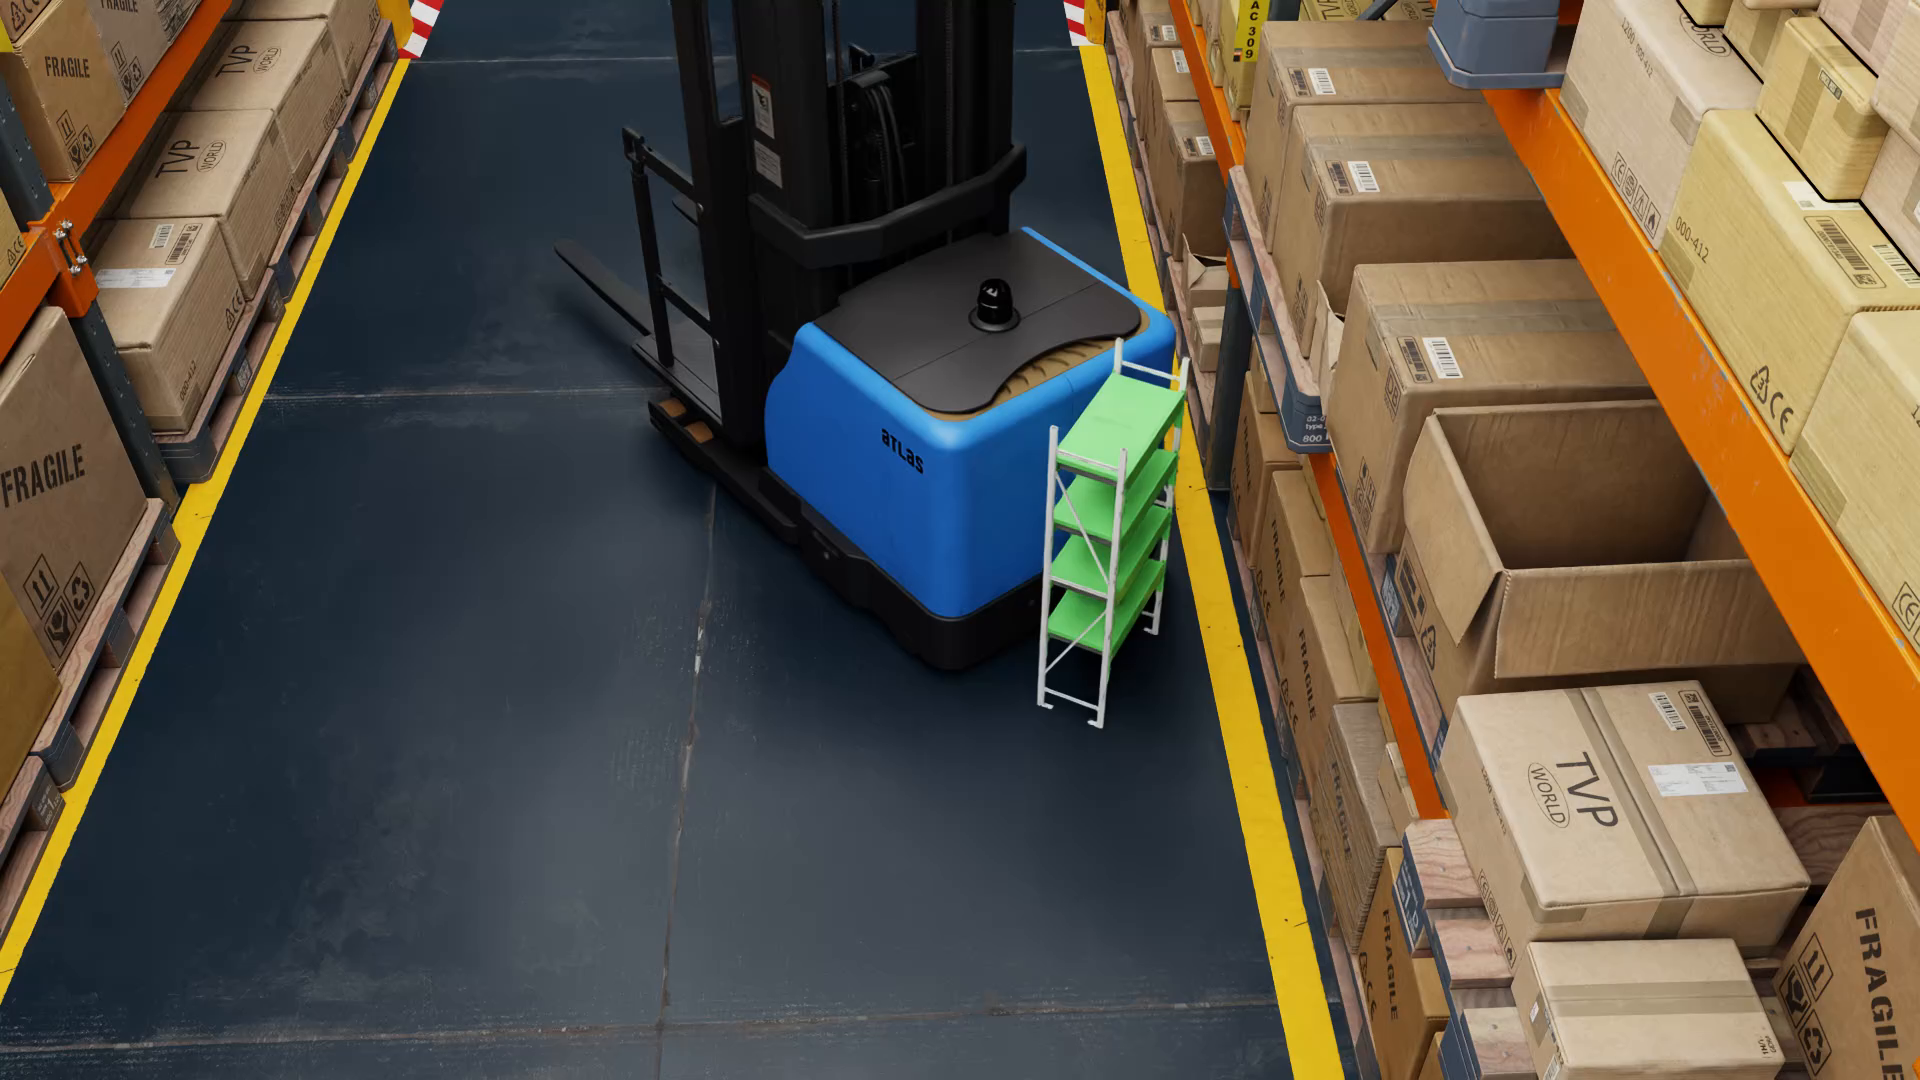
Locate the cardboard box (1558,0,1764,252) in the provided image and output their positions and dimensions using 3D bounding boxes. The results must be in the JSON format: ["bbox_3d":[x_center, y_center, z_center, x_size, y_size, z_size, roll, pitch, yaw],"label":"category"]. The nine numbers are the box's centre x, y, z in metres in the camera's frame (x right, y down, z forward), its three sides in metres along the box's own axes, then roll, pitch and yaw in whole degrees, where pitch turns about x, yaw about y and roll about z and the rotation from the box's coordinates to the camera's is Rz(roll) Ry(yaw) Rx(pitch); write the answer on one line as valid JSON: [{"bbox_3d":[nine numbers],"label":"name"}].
[{"bbox_3d":[1.321,-0.713,2.699,0.500,0.250,0.500,-2,43,-2],"label":"cardboard box"}]

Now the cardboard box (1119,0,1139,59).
[{"bbox_3d":[1.221,-2.865,8.693,0.797,0.503,0.637,-3,43,-3],"label":"cardboard box"}]

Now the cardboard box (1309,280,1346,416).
[{"bbox_3d":[1.135,-0.502,4.367,0.396,0.266,0.258,0,43,0],"label":"cardboard box"}]

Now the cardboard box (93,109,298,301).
[{"bbox_3d":[-3.458,-1.443,7.190,0.875,0.438,0.875,-3,43,-3],"label":"cardboard box"}]

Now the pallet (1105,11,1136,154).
[{"bbox_3d":[1.328,-2.429,8.744,1.003,0.211,1.213,-2,43,-2],"label":"pallet"}]

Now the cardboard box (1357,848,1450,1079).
[{"bbox_3d":[1.361,1.150,4.314,0.500,0.500,0.500,0,43,0],"label":"cardboard box"}]

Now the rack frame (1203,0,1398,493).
[{"bbox_3d":[1.459,-1.346,5.499,1.000,3.000,0.127,-2,43,-2],"label":"rack frame"}]

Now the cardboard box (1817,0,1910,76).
[{"bbox_3d":[1.383,-0.708,2.178,0.380,0.149,0.250,-2,43,-2],"label":"cardboard box"}]

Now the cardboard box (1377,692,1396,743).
[{"bbox_3d":[1.367,0.492,4.552,0.380,0.149,0.250,-1,43,-2],"label":"cardboard box"}]

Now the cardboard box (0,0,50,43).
[{"bbox_3d":[-3.278,-1.935,5.327,0.500,0.500,0.500,-1,43,-2],"label":"cardboard box"}]

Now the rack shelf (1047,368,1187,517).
[{"bbox_3d":[0.482,-0.305,5.079,0.258,0.148,0.480,19,46,20],"label":"rack shelf"}]

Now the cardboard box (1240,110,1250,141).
[{"bbox_3d":[1.194,-1.462,5.811,0.380,0.149,0.250,-1,43,-1],"label":"cardboard box"}]

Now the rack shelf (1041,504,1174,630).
[{"bbox_3d":[0.482,0.049,5.403,0.258,0.148,0.480,19,46,20],"label":"rack shelf"}]

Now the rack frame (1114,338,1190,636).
[{"bbox_3d":[0.593,-0.145,5.520,0.240,1.200,0.015,19,46,20],"label":"rack frame"}]

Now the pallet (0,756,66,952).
[{"bbox_3d":[-3.337,1.171,4.816,1.003,0.211,1.213,-2,43,-2],"label":"pallet"}]

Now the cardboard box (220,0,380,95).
[{"bbox_3d":[-3.542,-2.669,8.527,0.875,0.438,0.875,-3,43,-3],"label":"cardboard box"}]

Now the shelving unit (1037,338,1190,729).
[{"bbox_3d":[0.482,0.002,5.360,0.258,1.200,0.503,19,46,20],"label":"shelving unit"}]

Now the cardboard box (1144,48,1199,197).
[{"bbox_3d":[1.141,-1.926,7.671,0.500,0.500,0.500,-1,43,-1],"label":"cardboard box"}]

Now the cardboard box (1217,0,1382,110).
[{"bbox_3d":[1.194,-1.737,5.816,0.500,0.250,0.500,-1,43,-1],"label":"cardboard box"}]

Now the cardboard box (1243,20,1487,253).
[{"bbox_3d":[1.256,-1.205,4.960,0.700,0.500,0.500,-1,43,-1],"label":"cardboard box"}]

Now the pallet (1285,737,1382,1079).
[{"bbox_3d":[1.587,1.055,4.942,1.003,0.211,1.213,-2,43,-2],"label":"pallet"}]

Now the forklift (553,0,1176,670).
[{"bbox_3d":[-0.588,-1.573,5.796,1.130,2.935,3.031,-29,50,-28],"label":"forklift"}]

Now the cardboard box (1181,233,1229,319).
[{"bbox_3d":[1.127,-1.102,6.945,0.396,0.266,0.258,0,43,0],"label":"cardboard box"}]

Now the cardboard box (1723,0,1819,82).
[{"bbox_3d":[1.382,-0.766,2.461,0.380,0.149,0.250,-1,43,-1],"label":"cardboard box"}]

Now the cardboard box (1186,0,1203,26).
[{"bbox_3d":[1.103,-2.161,6.574,0.380,0.149,0.250,-2,43,-2],"label":"cardboard box"}]

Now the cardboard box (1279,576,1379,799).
[{"bbox_3d":[1.304,0.450,5.079,0.500,0.500,0.500,-3,43,-3],"label":"cardboard box"}]

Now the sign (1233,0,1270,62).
[{"bbox_3d":[0.918,-1.645,5.184,0.100,0.325,0.005,-2,43,-2],"label":"sign"}]

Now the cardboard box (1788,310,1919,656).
[{"bbox_3d":[1.365,-0.036,1.960,0.500,0.250,0.500,-3,43,-3],"label":"cardboard box"}]

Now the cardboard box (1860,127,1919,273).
[{"bbox_3d":[1.397,-0.429,2.095,0.380,0.149,0.250,-1,43,-1],"label":"cardboard box"}]

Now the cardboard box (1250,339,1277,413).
[{"bbox_3d":[1.209,-0.569,5.710,0.380,0.149,0.250,0,43,0],"label":"cardboard box"}]

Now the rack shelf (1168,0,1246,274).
[{"bbox_3d":[1.374,-2.431,7.215,1.077,0.370,4.000,-2,43,-2],"label":"rack shelf"}]

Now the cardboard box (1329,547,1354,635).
[{"bbox_3d":[1.319,0.143,4.933,0.380,0.149,0.250,-2,43,-2],"label":"cardboard box"}]

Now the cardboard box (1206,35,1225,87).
[{"bbox_3d":[1.126,-1.811,6.192,0.380,0.149,0.250,-1,43,-1],"label":"cardboard box"}]

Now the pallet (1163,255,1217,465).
[{"bbox_3d":[1.431,-0.782,6.947,1.003,0.211,1.213,-2,43,-2],"label":"pallet"}]

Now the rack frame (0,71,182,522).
[{"bbox_3d":[-3.500,-1.201,5.341,1.000,3.000,0.127,-2,43,-2],"label":"rack frame"}]

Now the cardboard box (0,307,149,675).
[{"bbox_3d":[-3.393,-0.156,5.462,0.875,0.875,0.875,0,43,0],"label":"cardboard box"}]

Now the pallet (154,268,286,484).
[{"bbox_3d":[-3.454,-0.689,6.845,1.003,0.211,1.213,-2,43,-2],"label":"pallet"}]

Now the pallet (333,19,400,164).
[{"bbox_3d":[-3.557,-2.336,8.642,1.003,0.211,1.213,-2,43,-2],"label":"pallet"}]

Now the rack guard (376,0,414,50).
[{"bbox_3d":[-3.671,-2.996,9.149,1.175,0.500,0.348,-2,43,-2],"label":"rack guard"}]

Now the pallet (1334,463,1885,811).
[{"bbox_3d":[1.542,0.112,4.050,1.003,0.211,1.213,-2,43,-2],"label":"pallet"}]

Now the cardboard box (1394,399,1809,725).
[{"bbox_3d":[1.375,0.065,3.572,0.797,0.503,0.637,-3,43,-3],"label":"cardboard box"}]

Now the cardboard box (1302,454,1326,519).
[{"bbox_3d":[1.320,-0.211,5.319,0.380,0.149,0.250,-4,43,-4],"label":"cardboard box"}]

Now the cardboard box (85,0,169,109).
[{"bbox_3d":[-3.275,-1.902,6.031,0.500,0.500,0.500,-1,43,-2],"label":"cardboard box"}]

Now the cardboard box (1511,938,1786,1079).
[{"bbox_3d":[1.218,0.860,2.967,0.380,0.149,0.250,-1,43,-1],"label":"cardboard box"}]

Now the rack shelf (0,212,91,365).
[{"bbox_3d":[-3.415,0.414,4.111,1.077,0.370,4.000,-2,43,-2],"label":"rack shelf"}]

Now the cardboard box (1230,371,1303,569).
[{"bbox_3d":[1.255,-0.246,5.838,0.500,0.500,0.500,0,43,0],"label":"cardboard box"}]
